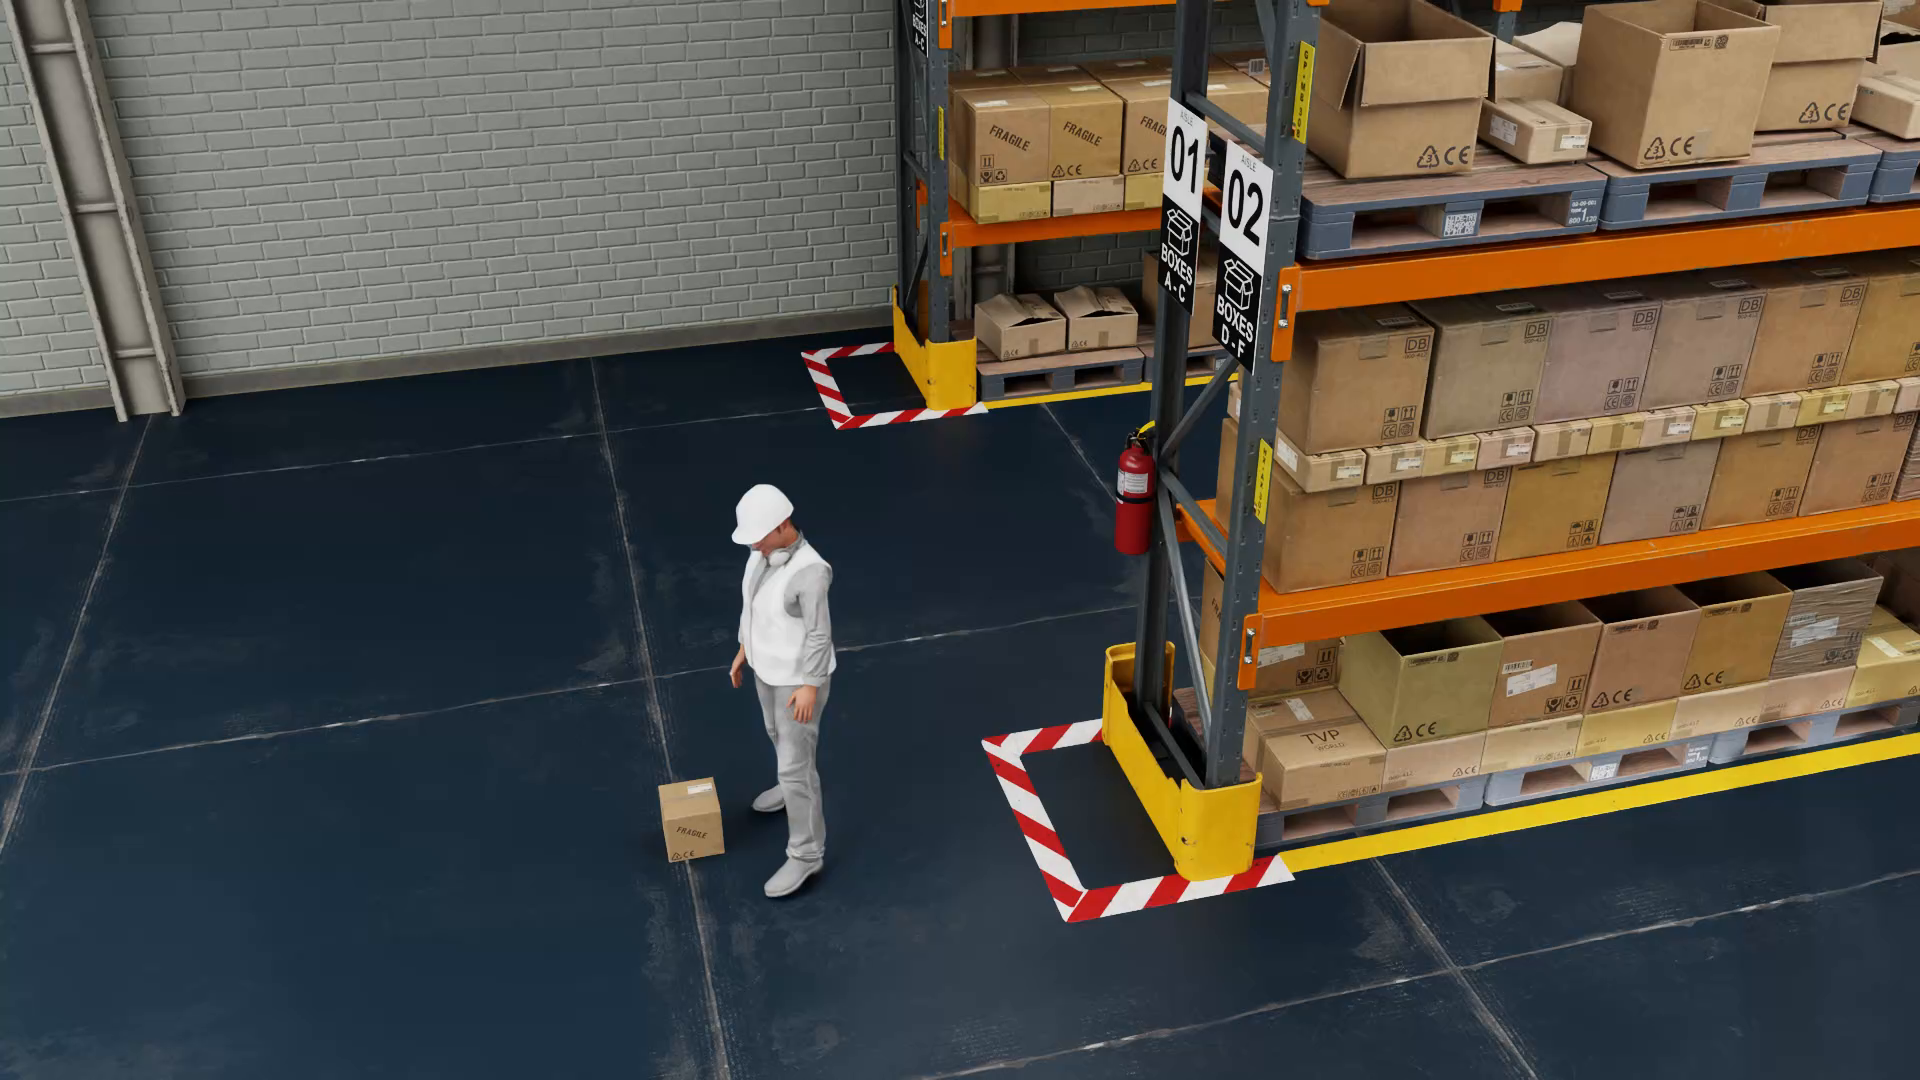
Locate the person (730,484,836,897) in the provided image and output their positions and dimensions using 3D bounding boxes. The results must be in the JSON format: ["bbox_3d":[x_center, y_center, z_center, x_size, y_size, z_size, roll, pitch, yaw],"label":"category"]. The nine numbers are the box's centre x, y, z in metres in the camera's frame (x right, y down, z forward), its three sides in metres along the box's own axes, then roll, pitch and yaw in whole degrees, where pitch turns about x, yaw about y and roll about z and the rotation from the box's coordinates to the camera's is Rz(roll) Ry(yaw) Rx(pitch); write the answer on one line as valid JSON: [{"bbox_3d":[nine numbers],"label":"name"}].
[{"bbox_3d":[-0.775,0.600,7.156,0.533,1.758,0.713,-17,34,-27],"label":"person"}]
